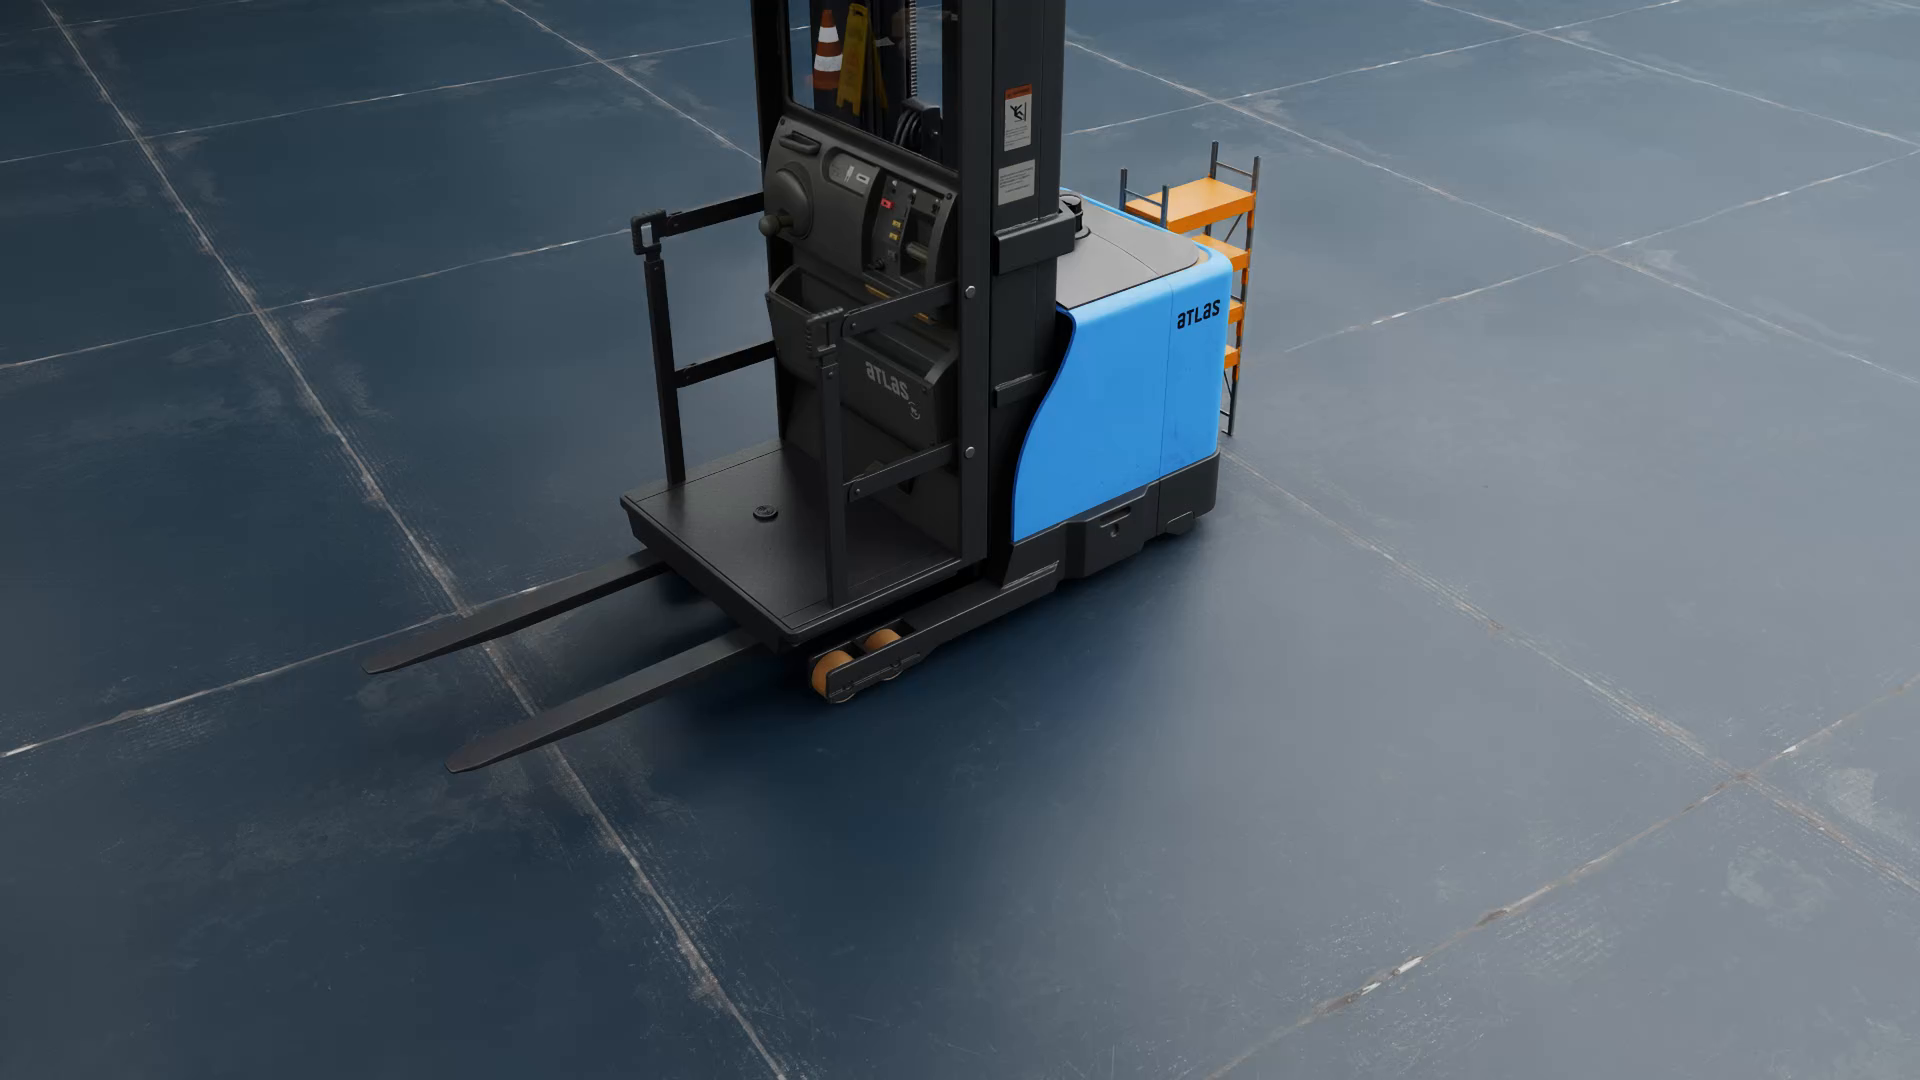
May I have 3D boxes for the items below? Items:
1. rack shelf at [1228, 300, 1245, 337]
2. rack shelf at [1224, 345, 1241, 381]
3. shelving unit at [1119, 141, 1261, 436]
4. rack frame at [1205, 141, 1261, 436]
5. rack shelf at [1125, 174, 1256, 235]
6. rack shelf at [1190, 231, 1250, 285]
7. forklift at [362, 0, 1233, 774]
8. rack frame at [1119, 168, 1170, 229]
[{"bbox_3d":[0.871,-0.855,6.606,0.480,0.148,0.258,-23,39,-32],"label":"rack shelf"},{"bbox_3d":[0.871,-0.687,6.712,0.480,0.148,0.258,-23,39,-32],"label":"rack shelf"},{"bbox_3d":[0.871,-0.911,6.570,0.503,1.200,0.258,-23,39,-32],"label":"shelving unit"},{"bbox_3d":[1.060,-0.993,6.700,0.015,1.200,0.240,-23,39,-32],"label":"rack frame"},{"bbox_3d":[0.871,-1.244,6.361,0.480,0.148,0.258,-23,39,-32],"label":"rack shelf"},{"bbox_3d":[0.871,-1.044,6.487,0.480,0.148,0.258,-23,39,-32],"label":"rack shelf"},{"bbox_3d":[-0.491,-1.028,5.133,3.031,2.935,1.130,-23,39,-32],"label":"forklift"},{"bbox_3d":[0.681,-0.830,6.440,0.015,1.200,0.240,-23,39,-32],"label":"rack frame"}]
